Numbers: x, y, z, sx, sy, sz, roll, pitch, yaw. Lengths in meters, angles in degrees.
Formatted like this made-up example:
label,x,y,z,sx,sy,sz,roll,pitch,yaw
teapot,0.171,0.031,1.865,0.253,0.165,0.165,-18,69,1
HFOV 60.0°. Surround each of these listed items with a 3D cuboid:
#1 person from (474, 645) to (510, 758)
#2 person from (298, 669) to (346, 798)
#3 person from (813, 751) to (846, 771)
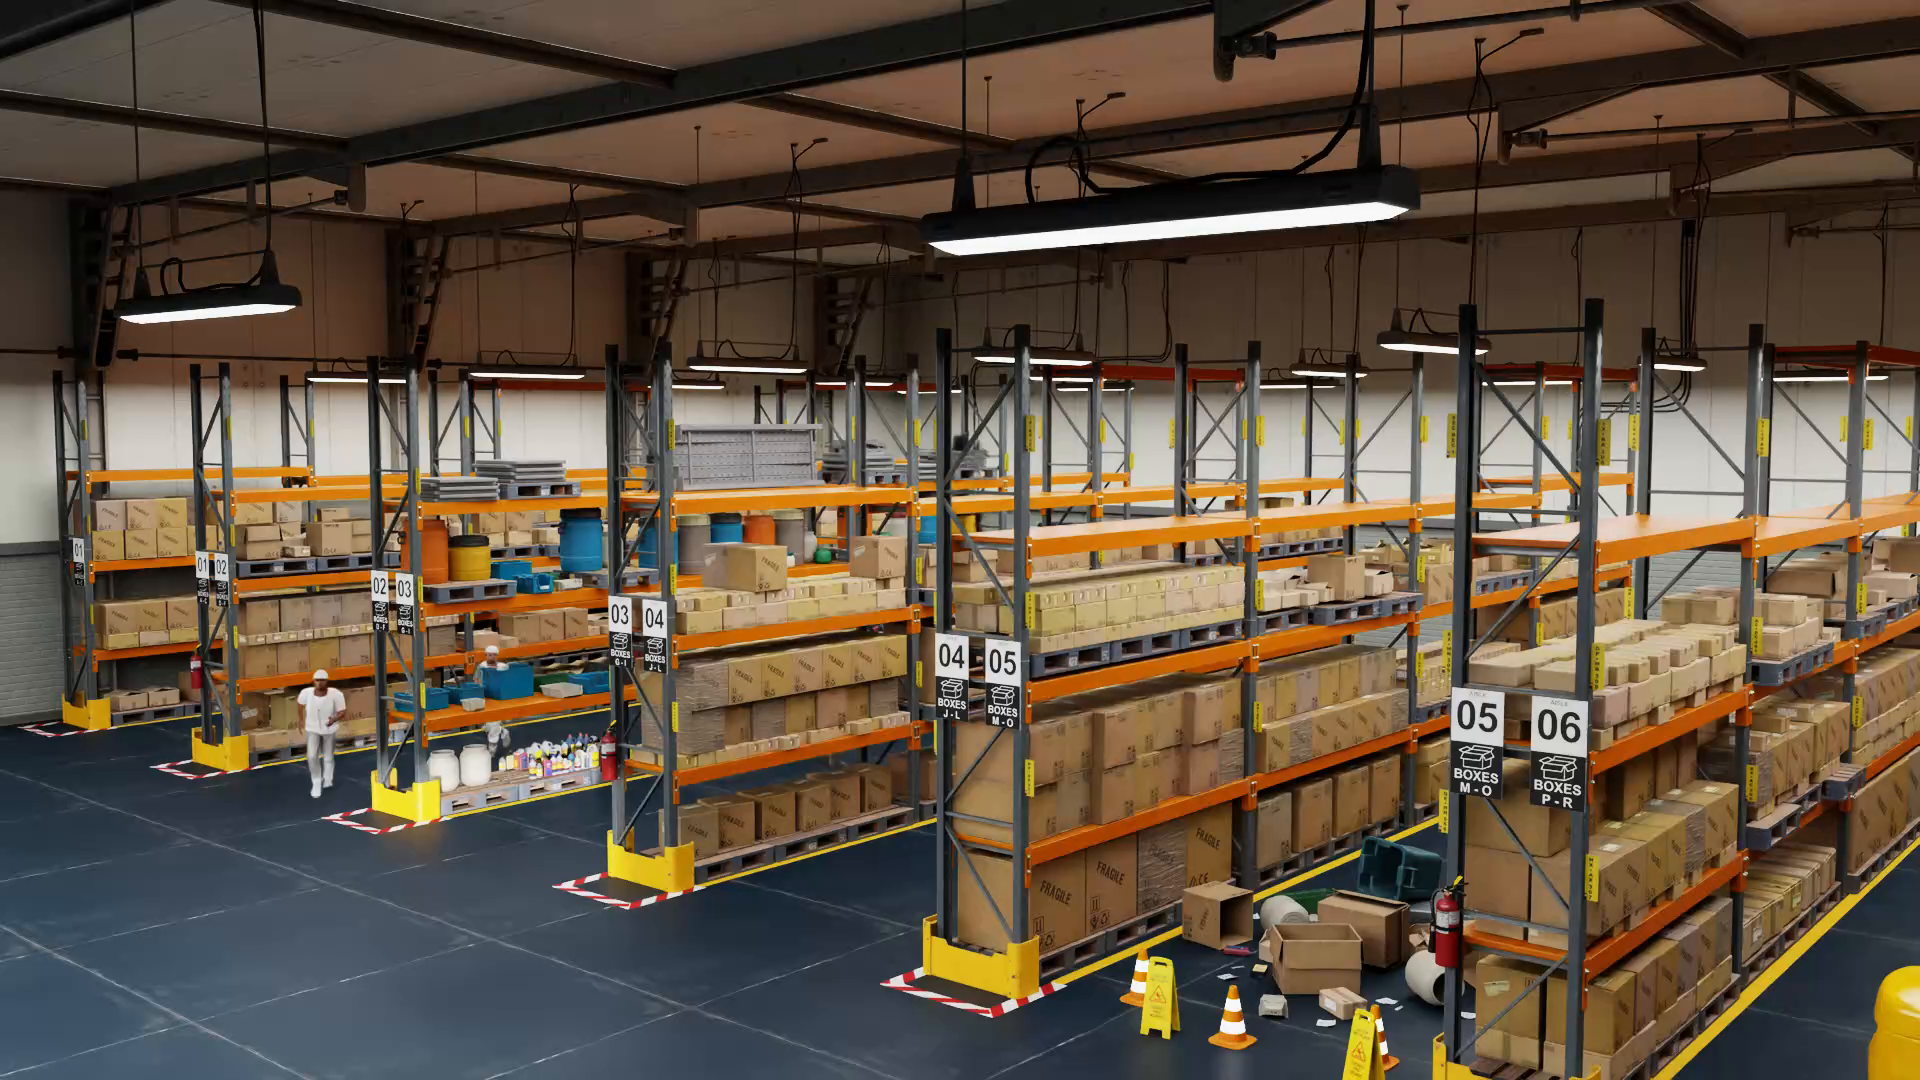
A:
label,x,y,z,sx,sy,sz,roll,pitch,yaw
person,-7.136,2.461,25.588,0.651,1.734,0.627,1,4,13
person,-8.797,2.652,22.927,0.639,1.774,0.836,-1,4,-17
person,-1.843,2.774,23.239,0.971,1.407,0.599,-3,5,-34
